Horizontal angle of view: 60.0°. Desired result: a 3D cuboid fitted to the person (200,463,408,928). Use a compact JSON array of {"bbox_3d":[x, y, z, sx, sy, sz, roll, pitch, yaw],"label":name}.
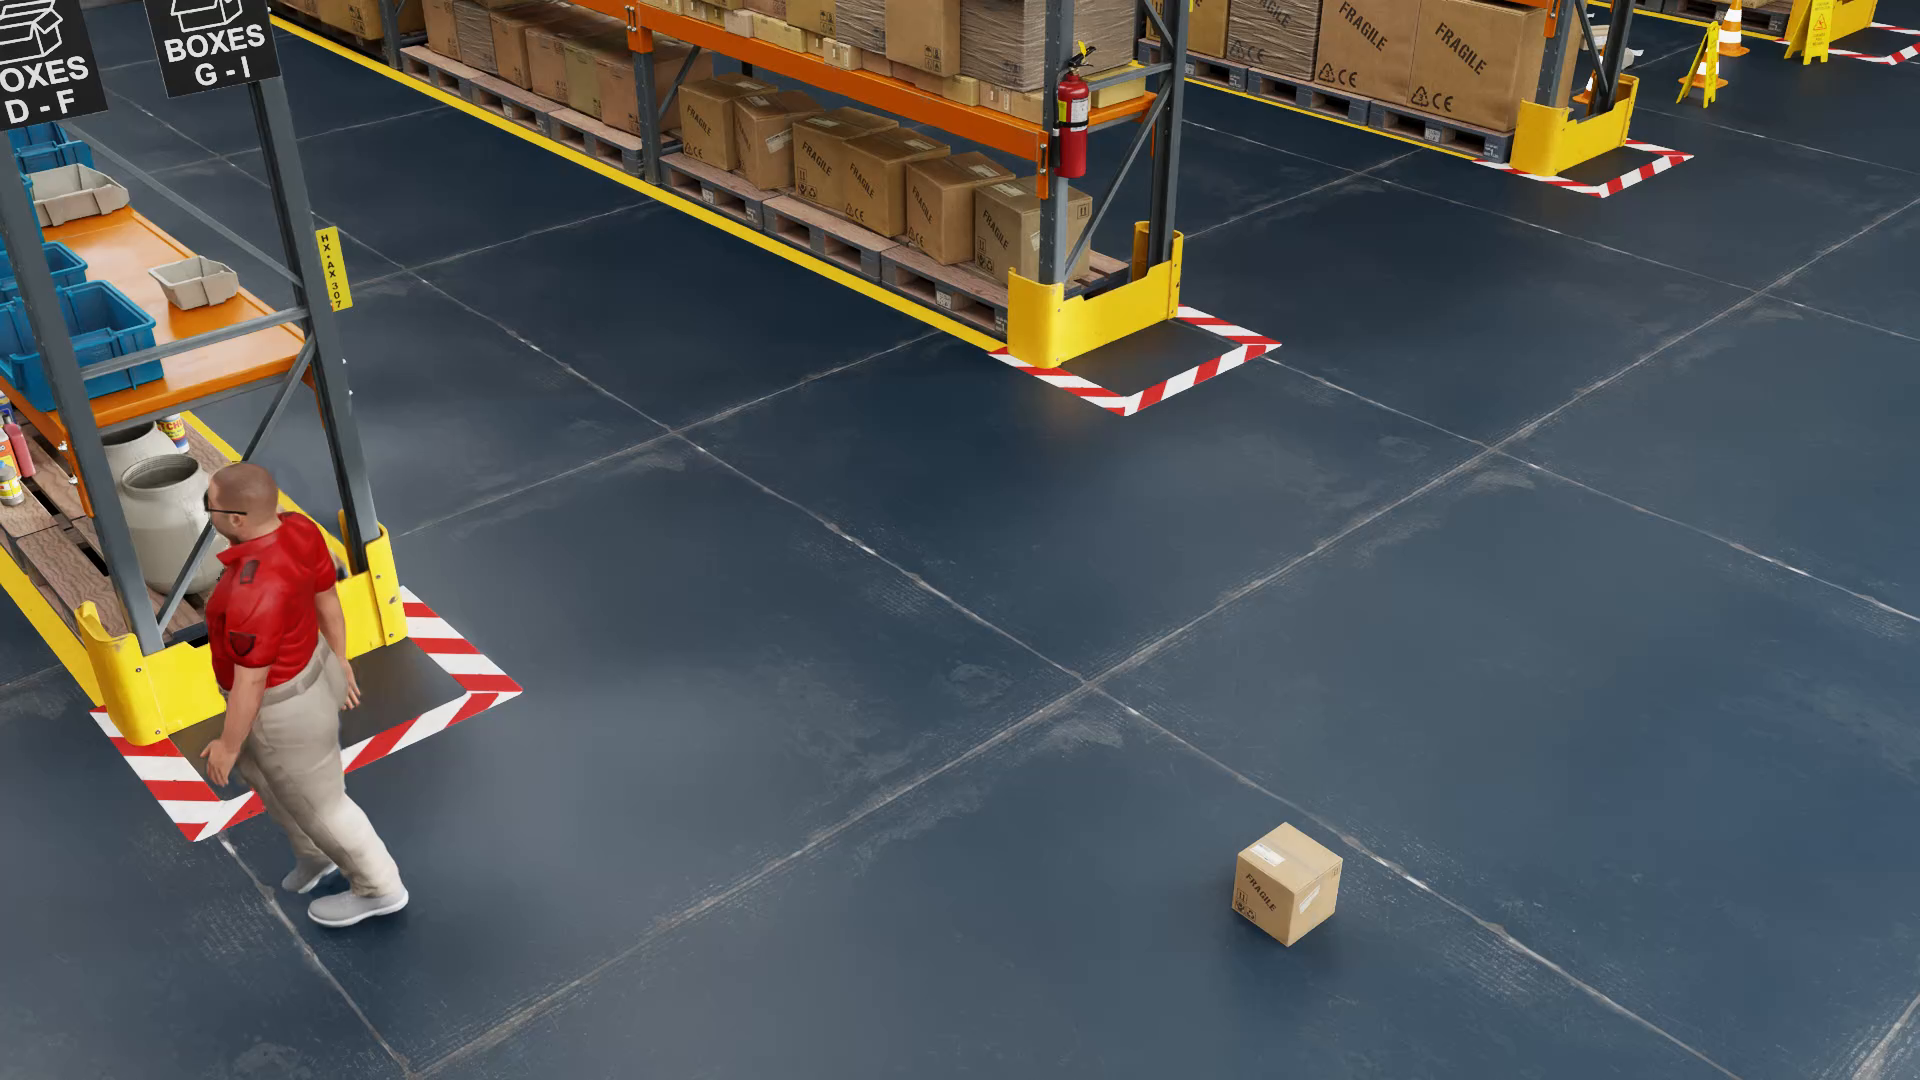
[{"bbox_3d":[-2.146,0.554,5.282,0.516,1.797,0.548,-3,32,-5],"label":"person"}]
